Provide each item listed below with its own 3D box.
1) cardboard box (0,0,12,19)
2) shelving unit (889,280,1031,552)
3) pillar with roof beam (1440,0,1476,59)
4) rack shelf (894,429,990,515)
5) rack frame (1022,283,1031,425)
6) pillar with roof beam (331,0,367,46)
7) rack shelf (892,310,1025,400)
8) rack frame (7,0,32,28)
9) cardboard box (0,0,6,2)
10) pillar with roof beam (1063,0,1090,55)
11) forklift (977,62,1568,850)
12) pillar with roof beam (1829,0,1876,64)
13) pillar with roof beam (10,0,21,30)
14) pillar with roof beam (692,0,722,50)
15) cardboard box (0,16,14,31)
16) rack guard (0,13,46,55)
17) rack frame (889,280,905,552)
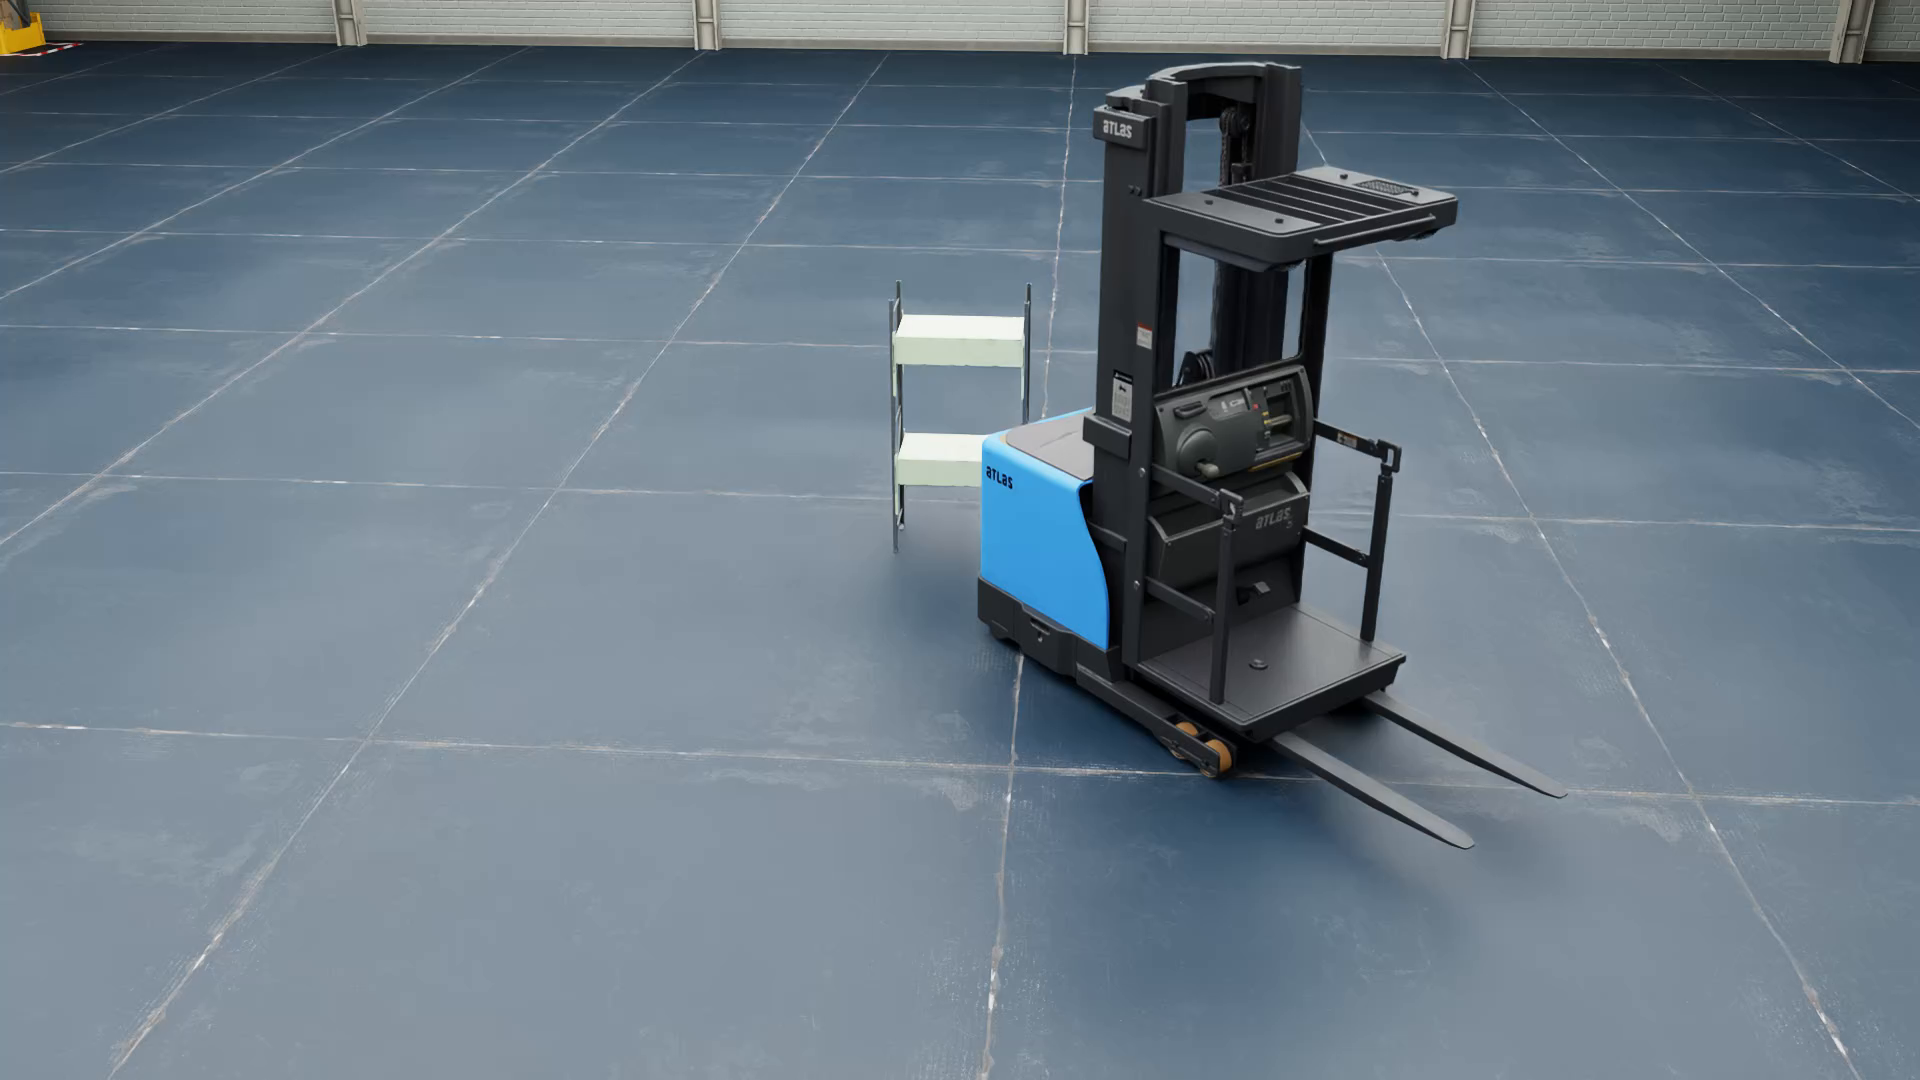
[{"bbox_3d":[-15.910,-8.669,27.190,0.500,0.250,0.500,2,25,5],"label":"cardboard box"},{"bbox_3d":[0.007,-0.681,9.436,0.755,1.500,0.431,2,25,4],"label":"shelving unit"},{"bbox_3d":[7.518,-9.959,20.629,0.400,9.000,9.100,2,25,4],"label":"pillar with roof beam"},{"bbox_3d":[0.007,-0.385,9.572,0.720,0.370,0.431,2,25,4],"label":"rack shelf"},{"bbox_3d":[0.372,-0.669,9.411,0.023,1.500,0.400,2,25,4],"label":"rack frame"},{"bbox_3d":[-10.429,-10.535,21.881,0.400,9.000,9.100,2,25,4],"label":"pillar with roof beam"},{"bbox_3d":[0.007,-1.036,9.273,0.720,0.370,0.431,2,25,4],"label":"rack shelf"},{"bbox_3d":[-15.457,-9.398,26.586,0.127,3.000,1.000,2,25,4],"label":"rack frame"},{"bbox_3d":[-15.922,-8.888,27.069,0.500,0.250,0.500,1,25,3],"label":"cardboard box"},{"bbox_3d":[1.536,-10.151,21.046,0.400,9.000,9.100,2,25,4],"label":"pillar with roof beam"},{"bbox_3d":[1.369,-0.500,7.331,1.130,2.935,3.031,-17,30,-33],"label":"forklift"},{"bbox_3d":[13.500,-9.767,20.212,0.400,9.000,9.100,2,25,4],"label":"pillar with roof beam"},{"bbox_3d":[-16.412,-10.727,22.298,0.400,9.000,9.100,2,25,4],"label":"pillar with roof beam"},{"bbox_3d":[-4.447,-10.343,21.463,0.400,9.000,9.100,2,25,4],"label":"pillar with roof beam"},{"bbox_3d":[-15.932,-8.437,27.285,0.500,0.250,0.500,2,25,4],"label":"cardboard box"},{"bbox_3d":[-15.433,-8.262,27.107,0.348,0.500,1.175,2,25,4],"label":"rack guard"},{"bbox_3d":[-0.358,-0.693,9.461,0.023,1.500,0.400,2,25,4],"label":"rack frame"}]
